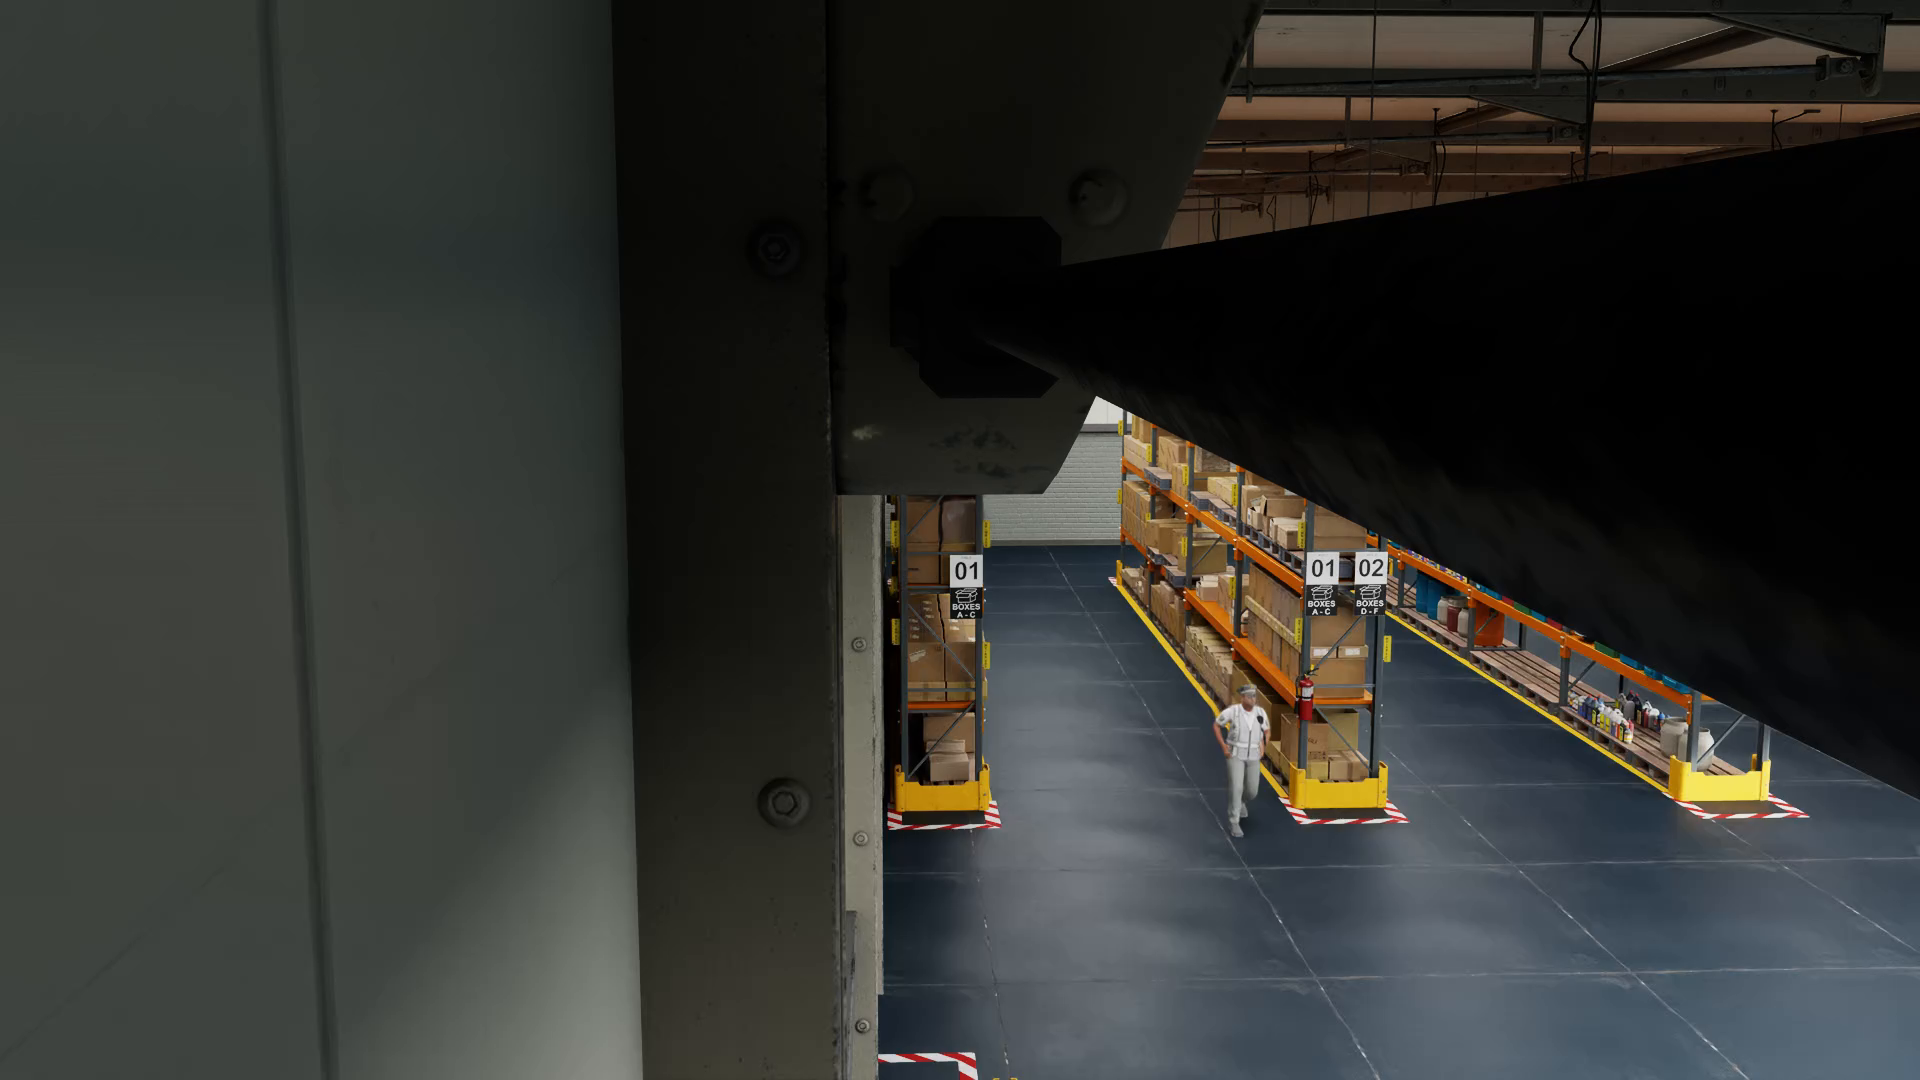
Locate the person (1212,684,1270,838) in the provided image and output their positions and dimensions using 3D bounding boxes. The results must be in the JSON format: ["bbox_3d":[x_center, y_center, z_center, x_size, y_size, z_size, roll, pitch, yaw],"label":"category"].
[{"bbox_3d":[3.395,2.575,19.835,0.701,1.740,0.858,-1,9,-8],"label":"person"}]
